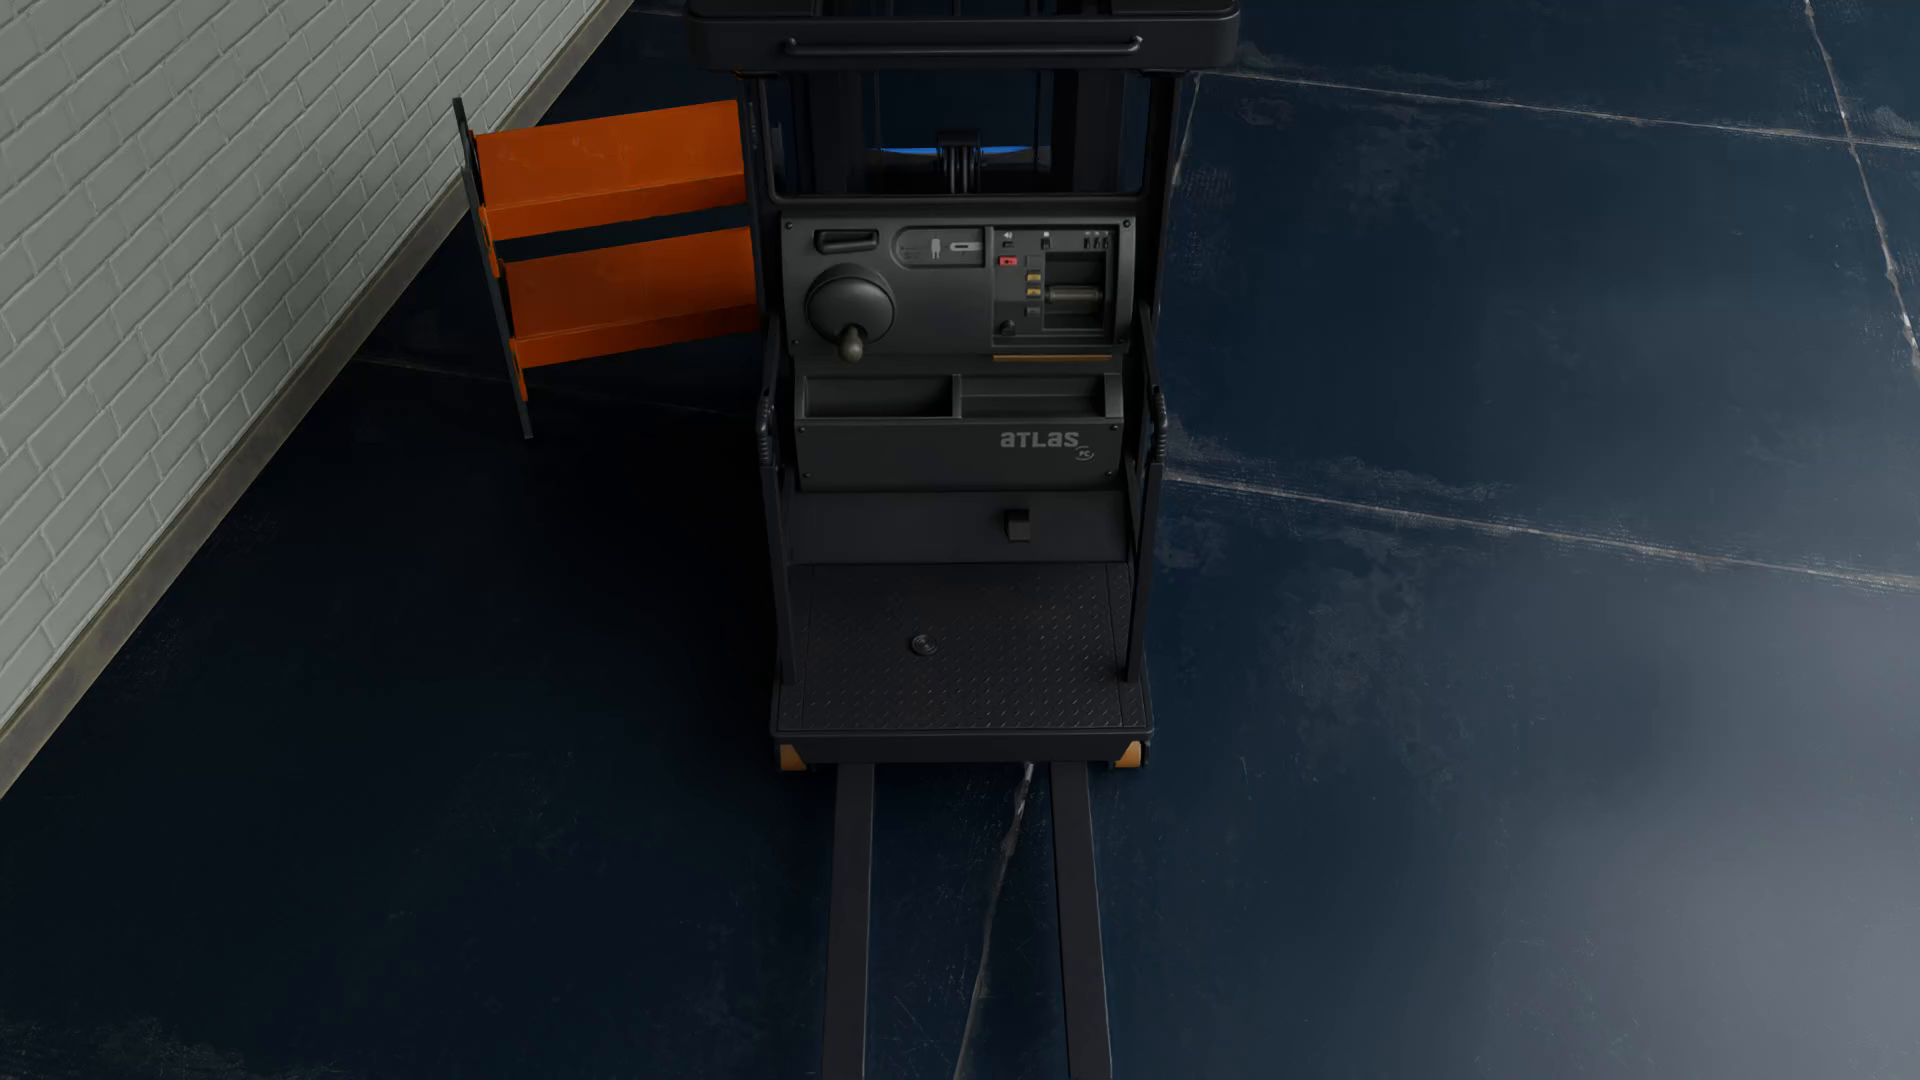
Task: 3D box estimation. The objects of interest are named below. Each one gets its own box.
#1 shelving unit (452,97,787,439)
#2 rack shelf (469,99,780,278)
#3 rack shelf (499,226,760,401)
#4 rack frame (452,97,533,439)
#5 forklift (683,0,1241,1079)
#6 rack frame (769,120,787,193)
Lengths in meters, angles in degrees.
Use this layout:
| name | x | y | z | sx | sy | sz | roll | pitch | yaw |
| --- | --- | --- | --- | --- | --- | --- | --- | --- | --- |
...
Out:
| name | x | y | z | sx | sy | sz | roll | pitch | yaw |
| --- | --- | --- | --- | --- | --- | --- | --- | --- | --- |
| shelving unit | -1.169 | -1.042 | 6.022 | 1.048 | 1.125 | 0.538 | -11 | 45 | -11 |
| rack shelf | -1.169 | -1.253 | 5.819 | 1.000 | 0.278 | 0.538 | -11 | 45 | -11 |
| rack shelf | -1.169 | -0.866 | 6.191 | 1.000 | 0.278 | 0.538 | -11 | 45 | -11 |
| rack frame | -1.659 | -0.947 | 5.922 | 0.032 | 1.125 | 0.500 | -11 | 45 | -11 |
| forklift | 0.000 | -0.583 | 4.242 | 1.130 | 2.935 | 3.031 | 0 | 44 | 0 |
| rack frame | -0.680 | -1.138 | 6.122 | 0.032 | 1.125 | 0.500 | -11 | 45 | -11 |
